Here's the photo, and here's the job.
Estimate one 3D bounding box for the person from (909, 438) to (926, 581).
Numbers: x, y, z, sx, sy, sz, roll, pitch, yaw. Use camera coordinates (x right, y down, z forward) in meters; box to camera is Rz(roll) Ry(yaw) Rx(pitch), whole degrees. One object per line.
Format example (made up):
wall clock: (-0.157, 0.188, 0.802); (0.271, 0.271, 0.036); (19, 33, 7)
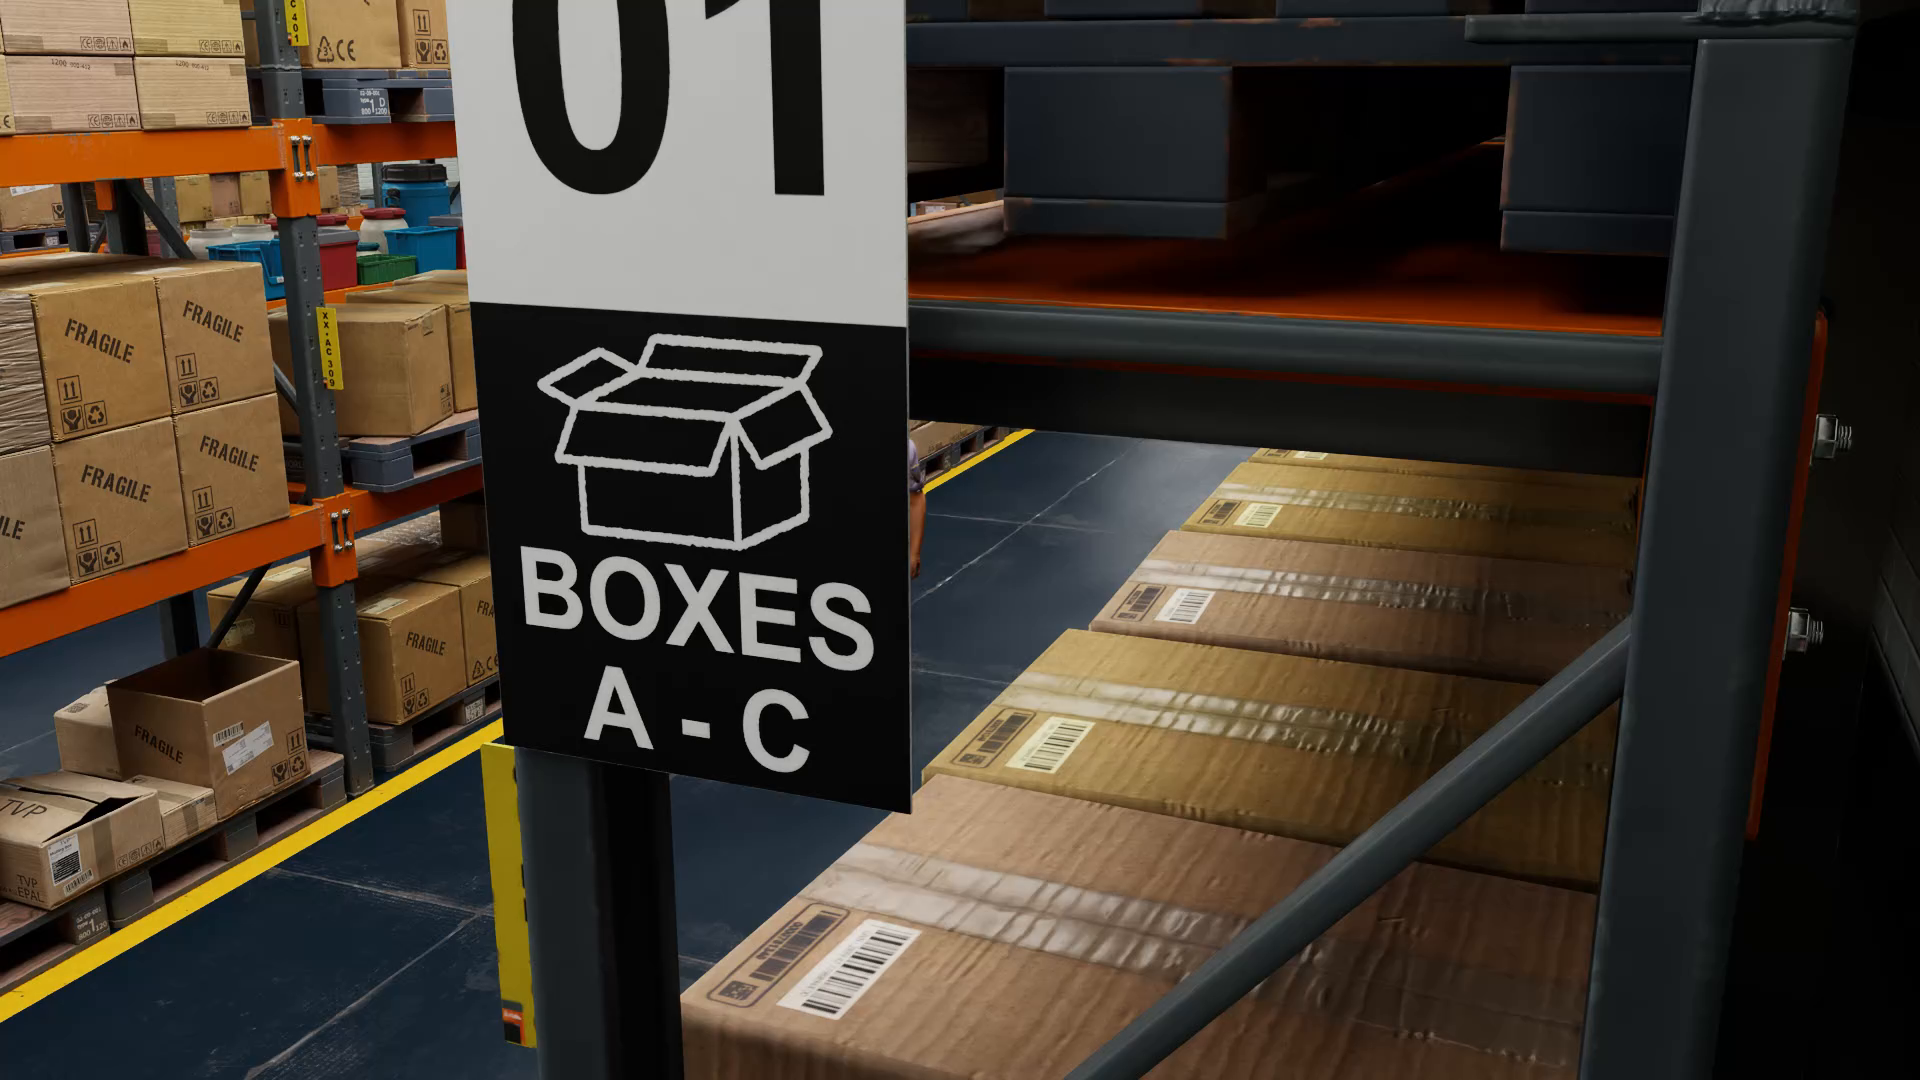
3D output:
person: (-0.450, 0.058, 7.832); (0.548, 1.651, 0.425); (5, 16, 18)
